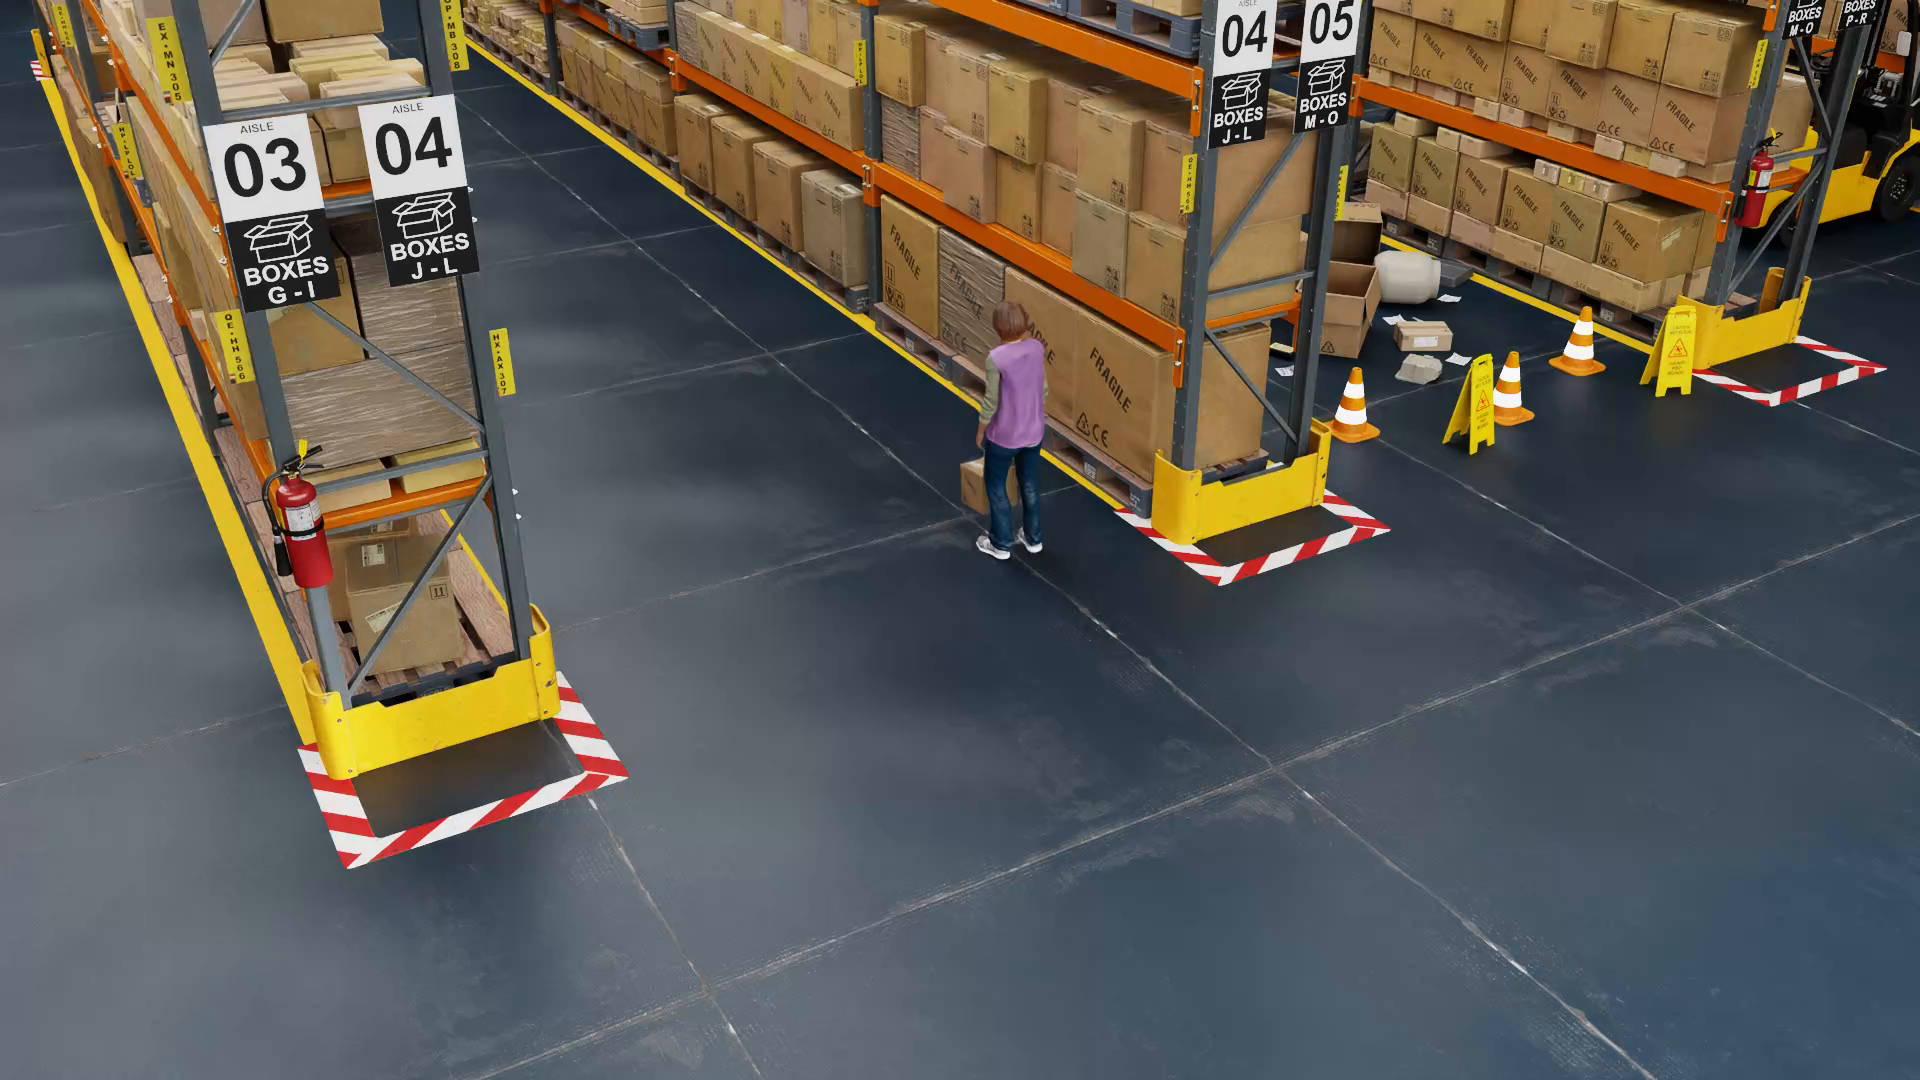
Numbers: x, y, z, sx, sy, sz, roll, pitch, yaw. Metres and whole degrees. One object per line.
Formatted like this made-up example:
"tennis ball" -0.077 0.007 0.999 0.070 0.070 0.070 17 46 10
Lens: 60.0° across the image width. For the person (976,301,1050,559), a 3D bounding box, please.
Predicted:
"person" 0.300 -0.623 9.663 0.455 1.596 0.373 -17 34 -27
